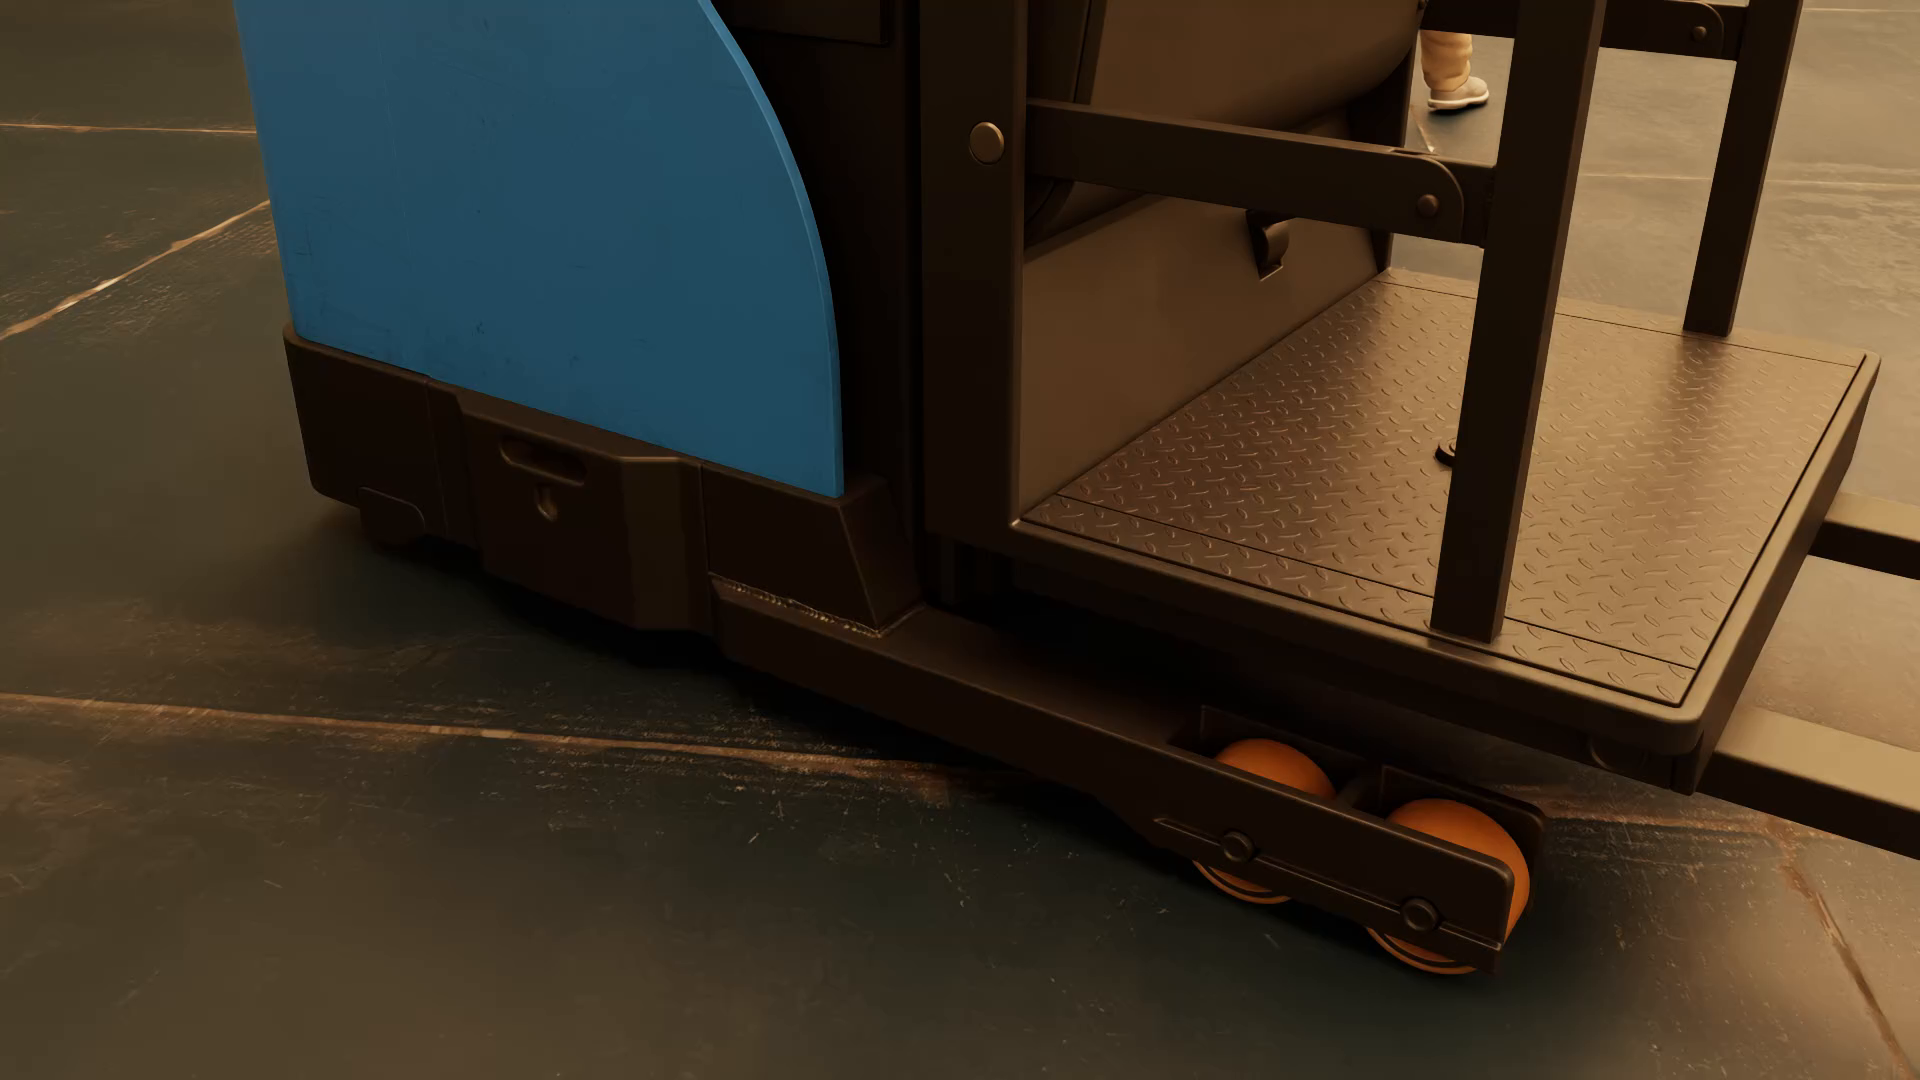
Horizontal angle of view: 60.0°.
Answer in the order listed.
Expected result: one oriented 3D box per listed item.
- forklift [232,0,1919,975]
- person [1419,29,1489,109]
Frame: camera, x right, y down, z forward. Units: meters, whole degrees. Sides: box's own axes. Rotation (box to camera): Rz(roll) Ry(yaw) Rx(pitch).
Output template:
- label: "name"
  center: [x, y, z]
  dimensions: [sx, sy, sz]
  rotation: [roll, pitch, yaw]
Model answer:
- label: "forklift"
  center: [0.520, -1.155, 1.533]
  dimensions: [3.031, 2.935, 1.130]
  rotation: [17, 31, 30]
- label: "person"
  center: [1.301, -2.143, 4.844]
  dimensions: [0.642, 1.728, 0.550]
  rotation: [11, 29, 22]
